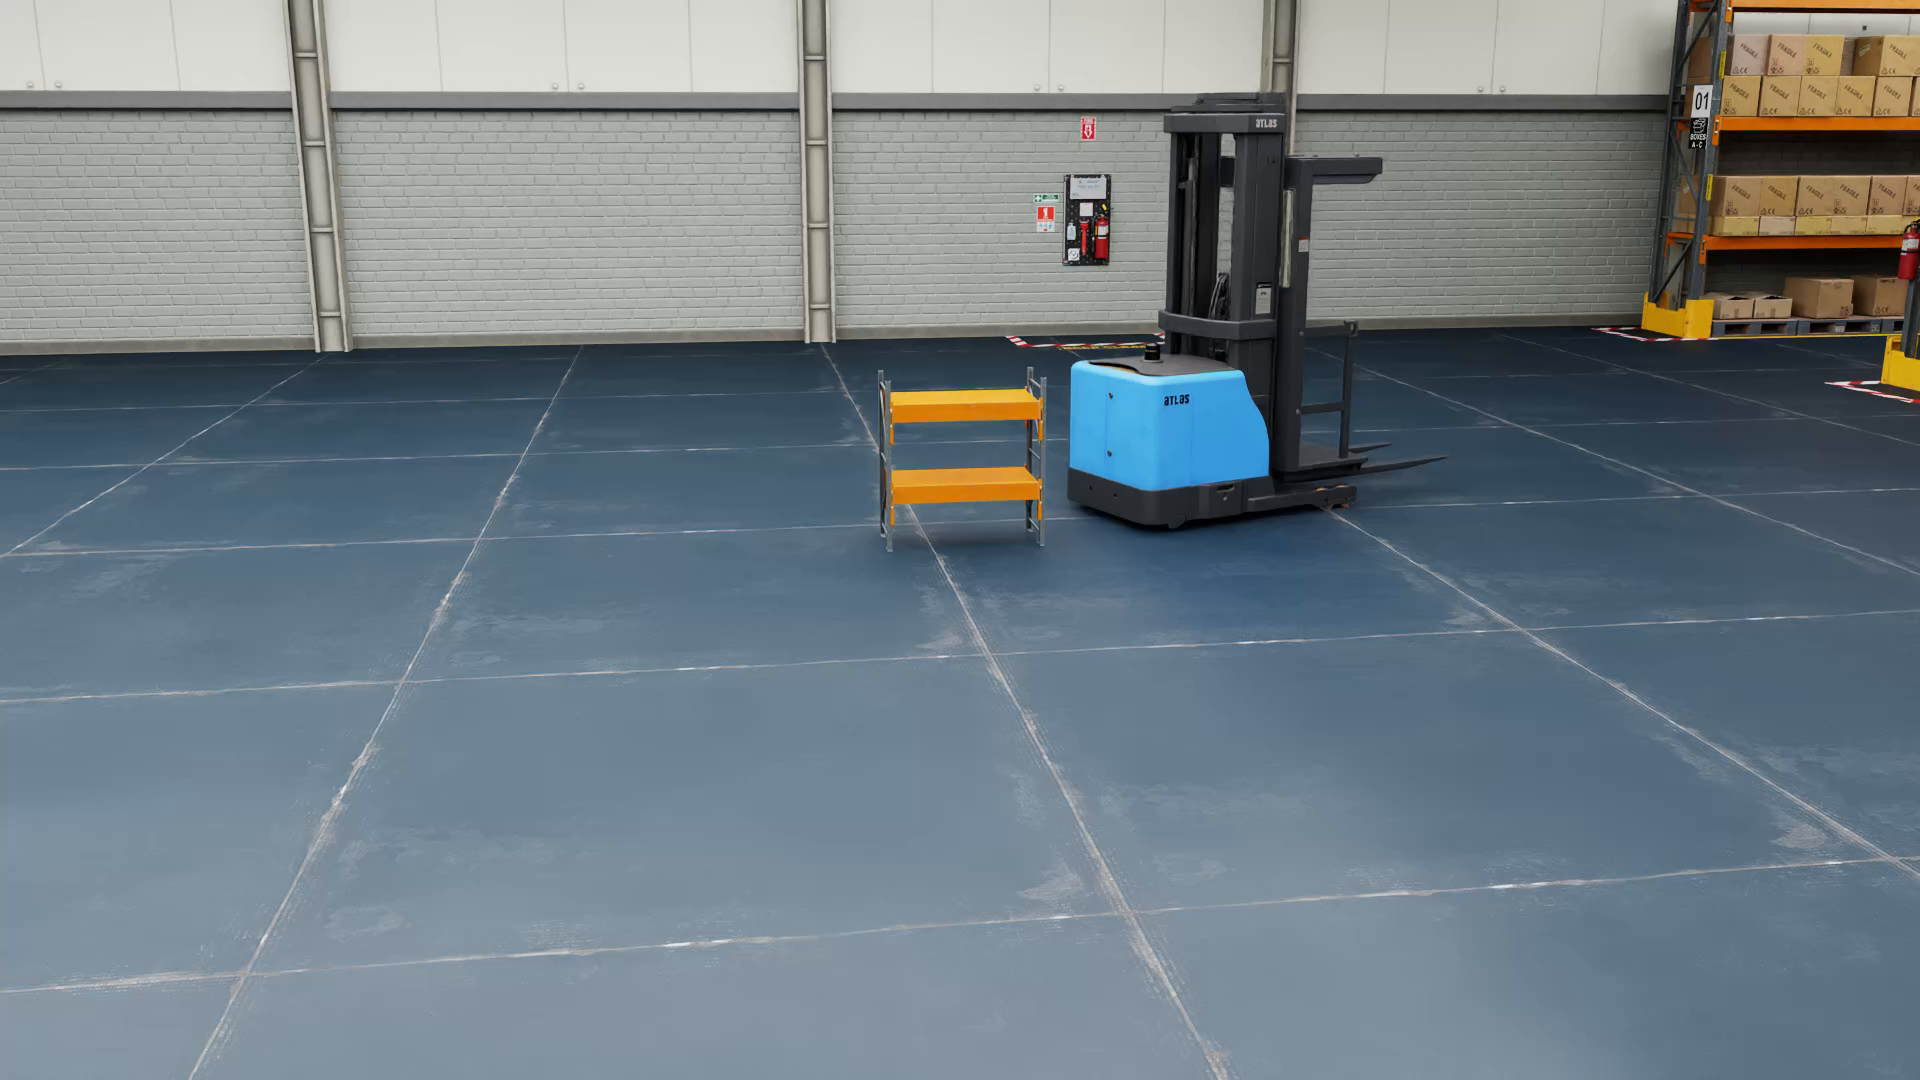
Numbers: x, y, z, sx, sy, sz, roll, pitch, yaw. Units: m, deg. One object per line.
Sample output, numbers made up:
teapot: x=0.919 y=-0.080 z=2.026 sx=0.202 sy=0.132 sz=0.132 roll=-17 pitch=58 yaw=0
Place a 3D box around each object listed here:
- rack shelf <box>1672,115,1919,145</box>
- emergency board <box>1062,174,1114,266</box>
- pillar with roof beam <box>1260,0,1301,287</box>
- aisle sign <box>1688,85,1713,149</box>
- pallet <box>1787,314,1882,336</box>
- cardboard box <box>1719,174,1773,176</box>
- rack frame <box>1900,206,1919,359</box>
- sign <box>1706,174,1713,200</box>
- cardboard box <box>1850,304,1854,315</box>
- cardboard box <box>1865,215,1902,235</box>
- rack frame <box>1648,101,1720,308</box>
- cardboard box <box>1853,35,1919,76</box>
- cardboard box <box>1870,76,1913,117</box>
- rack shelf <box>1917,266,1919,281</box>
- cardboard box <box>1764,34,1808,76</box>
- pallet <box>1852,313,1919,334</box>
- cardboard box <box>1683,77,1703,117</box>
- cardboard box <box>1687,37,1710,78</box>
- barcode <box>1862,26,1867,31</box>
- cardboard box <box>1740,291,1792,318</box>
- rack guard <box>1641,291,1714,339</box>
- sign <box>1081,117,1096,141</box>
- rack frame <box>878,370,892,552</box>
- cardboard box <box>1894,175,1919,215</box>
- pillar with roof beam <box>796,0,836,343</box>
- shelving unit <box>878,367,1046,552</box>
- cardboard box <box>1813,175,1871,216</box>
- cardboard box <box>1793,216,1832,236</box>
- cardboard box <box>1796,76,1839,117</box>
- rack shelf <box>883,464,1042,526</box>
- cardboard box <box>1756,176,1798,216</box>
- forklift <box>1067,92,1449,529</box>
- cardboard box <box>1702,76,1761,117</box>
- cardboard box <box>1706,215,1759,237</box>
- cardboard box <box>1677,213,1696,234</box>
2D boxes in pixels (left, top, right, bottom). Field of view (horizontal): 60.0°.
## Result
rack shelf: x=11.474 y=-5.400 z=21.901 sx=4.000 sy=0.370 sz=1.077 roll=-2 pitch=14 yaw=-8
emergency board: x=1.678 y=-4.157 z=21.633 sx=0.643 sy=1.169 sz=0.194 roll=-2 pitch=14 yaw=-8
pillar with roof beam: x=4.768 y=-6.112 z=17.094 sx=0.400 sy=9.000 sz=9.100 roll=-2 pitch=14 yaw=-8
aisle sign: x=9.470 y=-5.408 z=21.275 sx=0.004 sy=0.787 sz=0.394 roll=-2 pitch=14 yaw=-8
pallet: x=11.584 y=-2.936 z=22.496 sx=1.213 sy=0.211 sz=1.003 roll=-2 pitch=14 yaw=-8
cardboard box: x=10.430 y=-4.606 z=22.149 sx=0.500 sy=0.500 sz=0.500 roll=-2 pitch=14 yaw=-8
rack frame: x=10.238 y=-3.030 z=17.139 sx=0.127 sy=3.000 sz=1.000 roll=-2 pitch=14 yaw=-8
sign: x=9.578 y=-4.511 z=21.264 sx=0.005 sy=0.325 sz=0.100 roll=-2 pitch=14 yaw=-8
cardboard box: x=11.868 y=-3.144 z=22.549 sx=0.250 sy=0.149 sz=0.380 roll=-3 pitch=14 yaw=-13
cardboard box: x=12.040 y=-4.176 z=21.972 sx=0.500 sy=0.250 sz=0.500 roll=-2 pitch=14 yaw=-9
rack frame: x=9.497 y=-4.222 z=21.889 sx=0.127 sy=3.000 sz=1.000 roll=-2 pitch=14 yaw=-8
cardboard box: x=11.942 y=-6.238 z=21.459 sx=0.500 sy=0.500 sz=0.500 roll=-3 pitch=14 yaw=-10
cardboard box: x=11.945 y=-5.758 z=21.600 sx=0.500 sy=0.500 sz=0.500 roll=-3 pitch=14 yaw=-11
rack shelf: x=12.216 y=-2.754 z=17.515 sx=4.000 sy=0.370 sz=1.077 roll=-2 pitch=14 yaw=-8
cardboard box: x=10.417 y=-6.181 z=21.235 sx=0.500 sy=0.500 sz=0.500 roll=-2 pitch=14 yaw=-9
pallet: x=12.793 y=-2.981 z=22.676 sx=1.213 sy=0.211 sz=1.003 roll=-2 pitch=14 yaw=-8
cardboard box: x=9.872 y=-5.811 z=21.813 sx=0.500 sy=0.500 sz=0.500 roll=-1 pitch=14 yaw=-4
cardboard box: x=9.884 y=-6.298 z=21.701 sx=0.500 sy=0.500 sz=0.500 roll=-1 pitch=14 yaw=-6
barcode: x=12.014 y=-6.796 z=22.083 sx=0.075 sy=0.075 sz=0.001 roll=-2 pitch=14 yaw=-8
cardboard box: x=10.758 y=-3.155 z=22.259 sx=0.500 sy=0.311 sz=0.500 roll=-1 pitch=14 yaw=-4
rack guard: x=9.572 y=-3.012 z=22.204 sx=0.348 sy=0.500 sz=1.175 roll=-2 pitch=14 yaw=-8
sign: x=1.655 y=-5.305 z=21.445 sx=0.199 sy=0.298 sz=0.001 roll=-2 pitch=14 yaw=-8
rack frame: x=-0.496 y=-0.527 z=11.013 sx=0.032 sy=1.125 sz=0.500 roll=-2 pitch=14 yaw=-8
cardboard box: x=12.538 y=-4.556 z=21.949 sx=0.500 sy=0.500 sz=0.500 roll=-2 pitch=14 yaw=-9
pillar with roof beam: x=-1.165 y=-5.895 z=16.227 sx=0.400 sy=9.000 sz=9.100 roll=-2 pitch=14 yaw=-8
shelving unit: x=0.007 y=-0.546 z=11.086 sx=1.048 sy=1.125 sz=0.538 roll=-2 pitch=14 yaw=-8
cardboard box: x=11.524 y=-4.522 z=21.811 sx=0.500 sy=0.500 sz=0.500 roll=-2 pitch=14 yaw=-7
cardboard box: x=11.042 y=-4.139 z=21.828 sx=0.500 sy=0.250 sz=0.500 roll=-2 pitch=14 yaw=-9
cardboard box: x=10.914 y=-5.718 z=21.441 sx=0.500 sy=0.500 sz=0.500 roll=-1 pitch=14 yaw=-6
rack shelf: x=0.007 y=-0.309 z=11.145 sx=1.000 sy=0.278 sz=0.538 roll=-2 pitch=14 yaw=-8
cardboard box: x=10.504 y=-4.483 z=21.656 sx=0.500 sy=0.500 sz=0.500 roll=-2 pitch=14 yaw=-8
forklift: x=2.315 y=-1.738 z=12.128 sx=3.031 sy=2.935 sz=1.130 roll=-8 pitch=16 yaw=-29
cardboard box: x=9.865 y=-5.687 z=21.318 sx=0.500 sy=0.500 sz=0.500 roll=-2 pitch=14 yaw=-7
cardboard box: x=10.027 y=-4.100 z=21.671 sx=0.500 sy=0.250 sz=0.500 roll=-3 pitch=14 yaw=-10
cardboard box: x=9.930 y=-4.222 z=22.159 sx=0.500 sy=0.250 sz=0.500 roll=-2 pitch=14 yaw=-7
